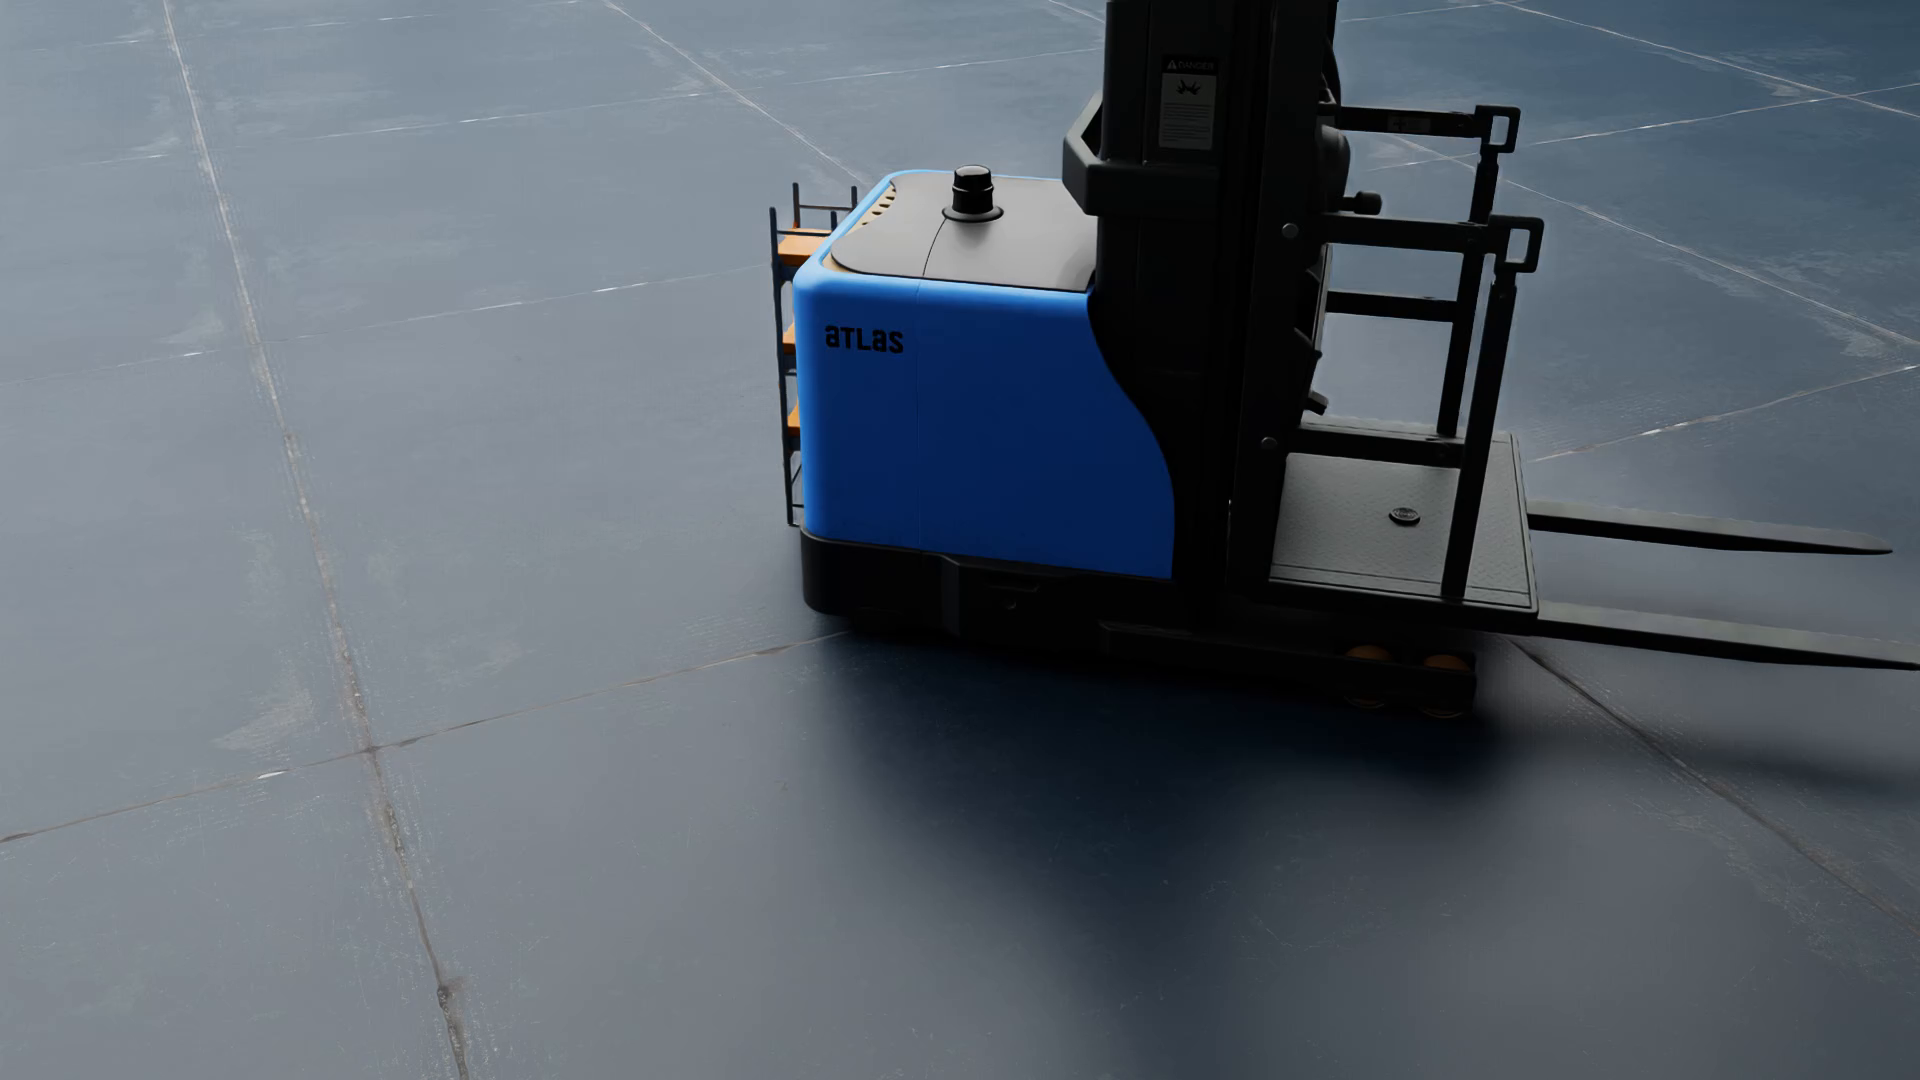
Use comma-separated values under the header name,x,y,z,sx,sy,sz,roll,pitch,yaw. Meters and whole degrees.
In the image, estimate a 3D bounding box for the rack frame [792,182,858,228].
name,x,y,z,sx,sy,sz,roll,pitch,yaw
rack frame,-0.408,-0.615,5.272,0.200,1.050,0.008,5,30,9

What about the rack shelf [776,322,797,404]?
name,x,y,z,sx,sy,sz,roll,pitch,yaw
rack shelf,-0.431,-0.547,5.173,0.215,0.259,0.240,5,30,9

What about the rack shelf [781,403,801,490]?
name,x,y,z,sx,sy,sz,roll,pitch,yaw
rack shelf,-0.431,-0.304,5.309,0.215,0.259,0.240,5,30,9

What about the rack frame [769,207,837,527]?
name,x,y,z,sx,sy,sz,roll,pitch,yaw
rack frame,-0.454,-0.497,5.063,0.200,1.050,0.008,5,30,9

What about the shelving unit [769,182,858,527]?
name,x,y,z,sx,sy,sz,roll,pitch,yaw
shelving unit,-0.431,-0.556,5.168,0.215,1.050,0.252,5,30,9

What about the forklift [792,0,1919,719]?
name,x,y,z,sx,sy,sz,roll,pitch,yaw
forklift,1.121,-1.092,4.202,3.031,2.935,1.130,7,30,12

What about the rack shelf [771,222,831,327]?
name,x,y,z,sx,sy,sz,roll,pitch,yaw
rack shelf,-0.431,-0.794,5.034,0.215,0.259,0.240,5,30,9
